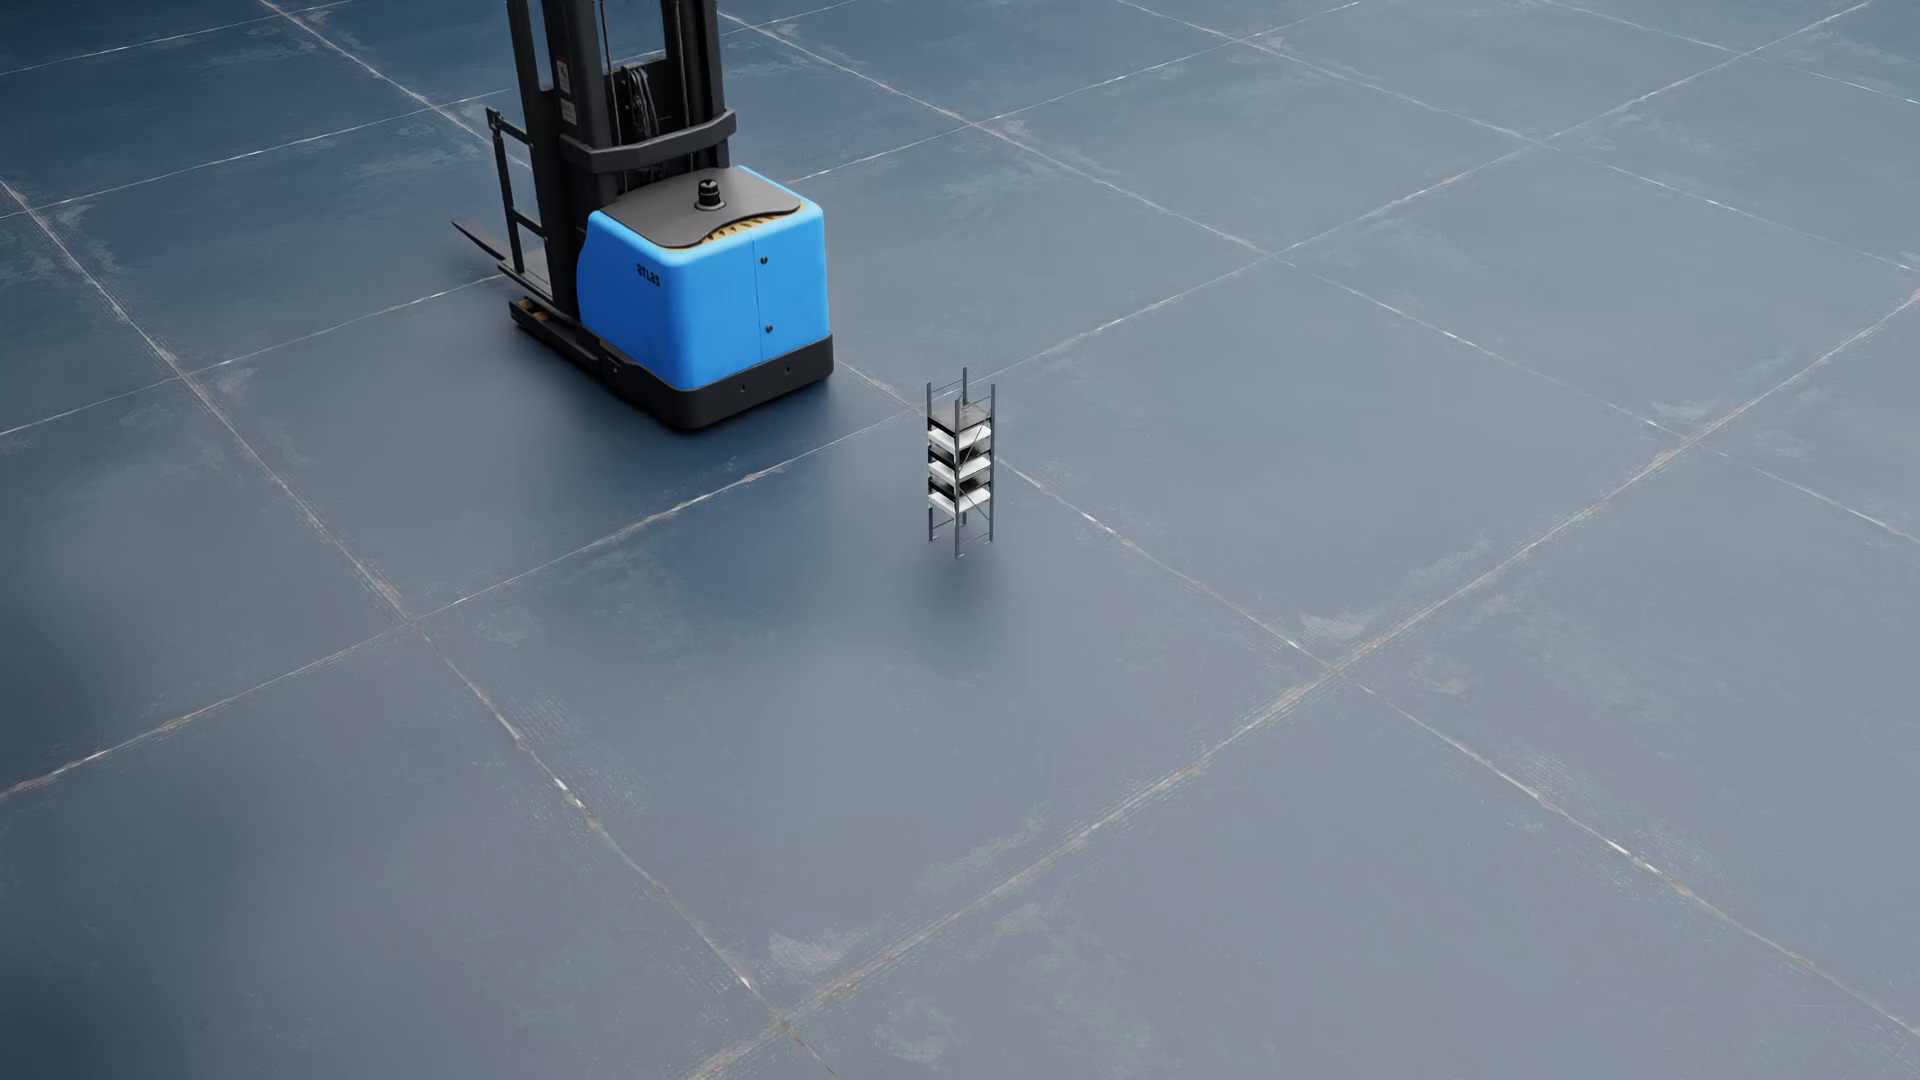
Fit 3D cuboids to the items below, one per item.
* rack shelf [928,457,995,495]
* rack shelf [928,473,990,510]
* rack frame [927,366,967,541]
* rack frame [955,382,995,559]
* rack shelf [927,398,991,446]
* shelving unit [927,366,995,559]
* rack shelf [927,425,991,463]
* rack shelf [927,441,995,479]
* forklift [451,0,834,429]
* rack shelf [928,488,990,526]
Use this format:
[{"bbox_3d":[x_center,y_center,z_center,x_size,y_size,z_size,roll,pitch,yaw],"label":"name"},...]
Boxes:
[{"bbox_3d":[0.005,-0.336,8.004,0.258,0.077,0.200,-26,43,-32],"label":"rack shelf"},{"bbox_3d":[0.005,-0.263,8.056,0.258,0.077,0.200,-26,43,-32],"label":"rack shelf"},{"bbox_3d":[-0.060,-0.409,8.048,0.240,0.900,0.006,-26,43,-32],"label":"rack frame"},{"bbox_3d":[0.071,-0.319,7.921,0.240,0.900,0.006,-26,43,-32],"label":"rack frame"},{"bbox_3d":[0.005,-0.557,7.848,0.258,0.077,0.200,-26,43,-32],"label":"rack shelf"},{"bbox_3d":[0.005,-0.364,7.985,0.258,0.900,0.210,-26,43,-32],"label":"shelving unit"},{"bbox_3d":[0.005,-0.483,7.900,0.258,0.077,0.200,-26,43,-32],"label":"rack shelf"},{"bbox_3d":[0.005,-0.410,7.952,0.258,0.077,0.200,-26,43,-32],"label":"rack shelf"},{"bbox_3d":[-2.066,-2.568,9.340,1.130,2.935,3.031,-27,43,-32],"label":"forklift"},{"bbox_3d":[0.005,-0.190,8.108,0.258,0.077,0.200,-26,43,-32],"label":"rack shelf"}]
